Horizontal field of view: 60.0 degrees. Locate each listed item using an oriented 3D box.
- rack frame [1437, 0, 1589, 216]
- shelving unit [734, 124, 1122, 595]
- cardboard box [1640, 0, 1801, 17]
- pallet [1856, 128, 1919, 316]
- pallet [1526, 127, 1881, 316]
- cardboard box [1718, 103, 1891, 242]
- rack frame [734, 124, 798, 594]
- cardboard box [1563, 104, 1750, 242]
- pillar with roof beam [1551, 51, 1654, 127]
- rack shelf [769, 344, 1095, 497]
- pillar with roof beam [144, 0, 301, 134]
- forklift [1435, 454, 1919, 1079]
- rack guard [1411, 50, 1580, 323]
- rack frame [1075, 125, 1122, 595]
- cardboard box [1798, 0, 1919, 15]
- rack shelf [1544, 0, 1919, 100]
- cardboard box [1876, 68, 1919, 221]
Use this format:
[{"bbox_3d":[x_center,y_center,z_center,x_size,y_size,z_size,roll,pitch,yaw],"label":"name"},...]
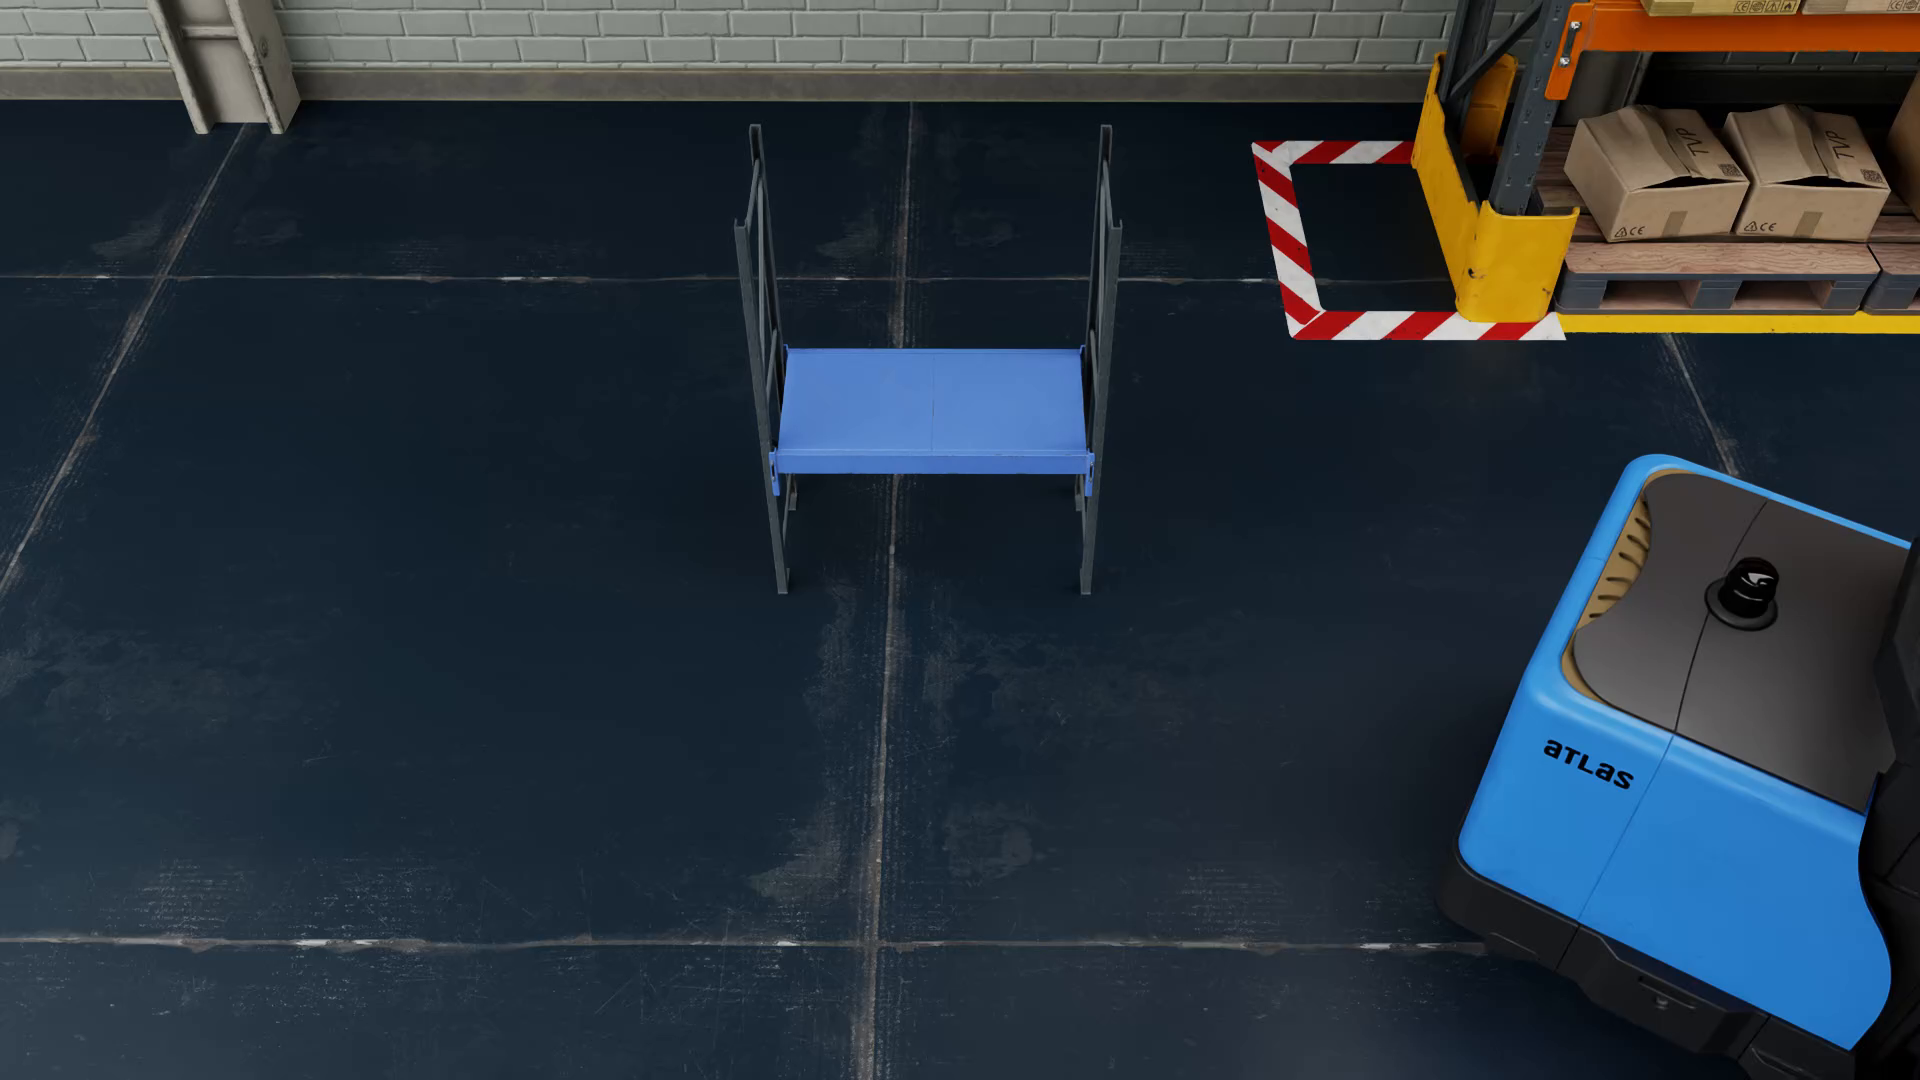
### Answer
[{"bbox_3d":[2.073,-2.306,5.848,0.127,3.000,1.000,0,47,0],"label":"rack frame"},{"bbox_3d":[-0.085,-0.511,5.201,1.048,1.500,0.538,0,47,0],"label":"shelving unit"},{"bbox_3d":[2.560,-2.028,5.678,0.500,0.250,0.500,-1,47,-1],"label":"cardboard box"},{"bbox_3d":[4.178,-1.323,6.837,1.213,0.211,1.003,0,47,0],"label":"pallet"},{"bbox_3d":[2.962,-1.328,6.842,1.213,0.211,1.003,0,47,0],"label":"pallet"},{"bbox_3d":[3.335,-1.471,6.606,0.500,0.311,0.500,4,47,3],"label":"cardboard box"},{"bbox_3d":[-0.594,-0.513,5.203,0.032,1.500,0.500,0,47,0],"label":"rack frame"},{"bbox_3d":[2.765,-1.473,6.608,0.500,0.311,0.500,-5,47,-4],"label":"cardboard box"},{"bbox_3d":[2.760,-1.831,1.306,0.400,9.000,9.100,0,47,0],"label":"pillar with roof beam"},{"bbox_3d":[-0.085,-0.389,5.333,1.000,0.185,0.538,0,47,0],"label":"rack shelf"},{"bbox_3d":[-3.239,-1.847,1.321,0.400,9.000,9.100,0,47,0],"label":"pillar with roof beam"},{"bbox_3d":[2.870,0.343,3.428,3.031,2.935,1.130,24,52,21],"label":"forklift"},{"bbox_3d":[2.149,-1.455,6.762,0.348,0.500,1.175,0,47,0],"label":"rack guard"},{"bbox_3d":[0.423,-0.510,5.200,0.032,1.500,0.500,0,47,0],"label":"rack frame"},{"bbox_3d":[3.079,-2.037,5.686,0.500,0.250,0.500,-1,47,-1],"label":"cardboard box"},{"bbox_3d":[4.073,-2.056,6.106,4.000,0.370,1.077,0,47,0],"label":"rack shelf"},{"bbox_3d":[4.068,-1.497,6.501,0.500,0.500,0.700,-3,47,-2],"label":"cardboard box"}]
